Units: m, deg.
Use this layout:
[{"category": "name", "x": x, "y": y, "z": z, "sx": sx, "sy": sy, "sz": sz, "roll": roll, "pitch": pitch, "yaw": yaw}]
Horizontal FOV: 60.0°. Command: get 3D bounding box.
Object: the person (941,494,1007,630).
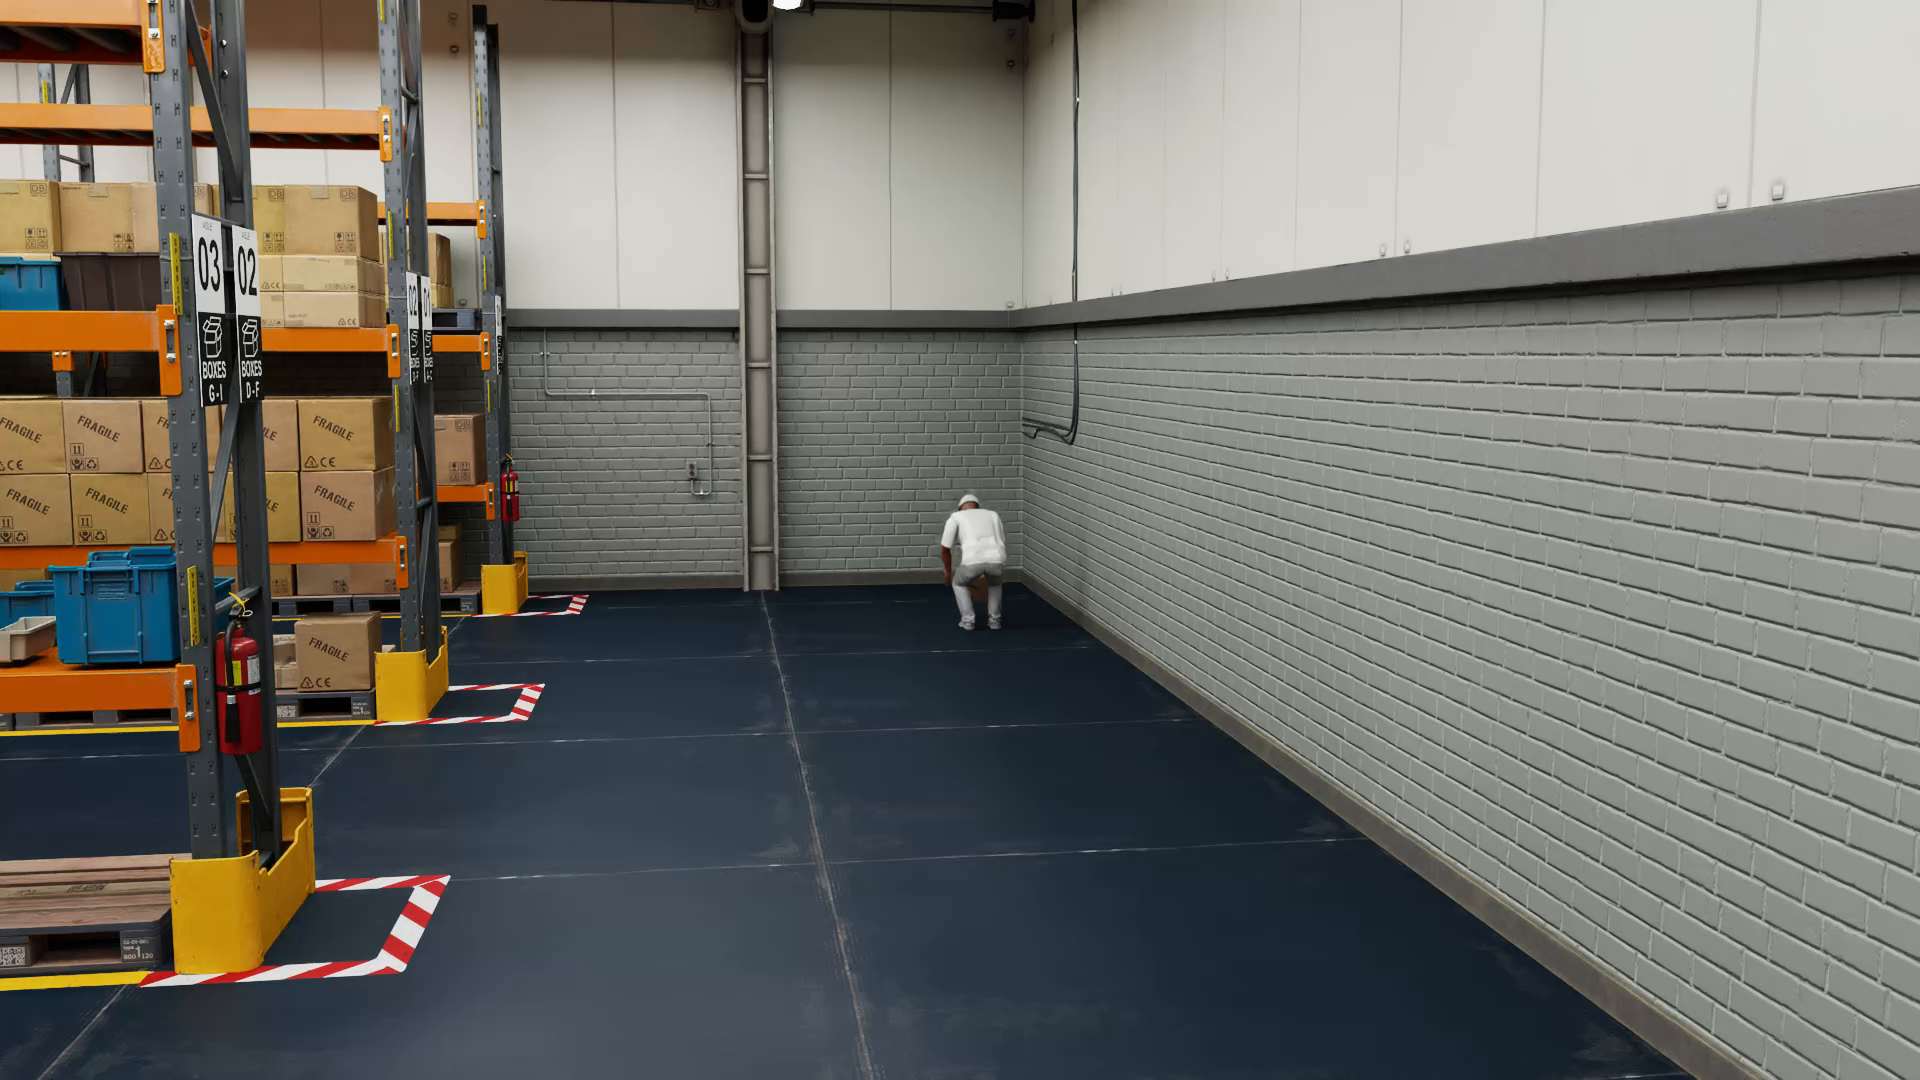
[{"category": "person", "x": 0.144, "y": 0.212, "z": 15.996, "sx": 0.626, "sy": 1.260, "sz": 0.823, "roll": -1, "pitch": 7, "yaw": -9}]
